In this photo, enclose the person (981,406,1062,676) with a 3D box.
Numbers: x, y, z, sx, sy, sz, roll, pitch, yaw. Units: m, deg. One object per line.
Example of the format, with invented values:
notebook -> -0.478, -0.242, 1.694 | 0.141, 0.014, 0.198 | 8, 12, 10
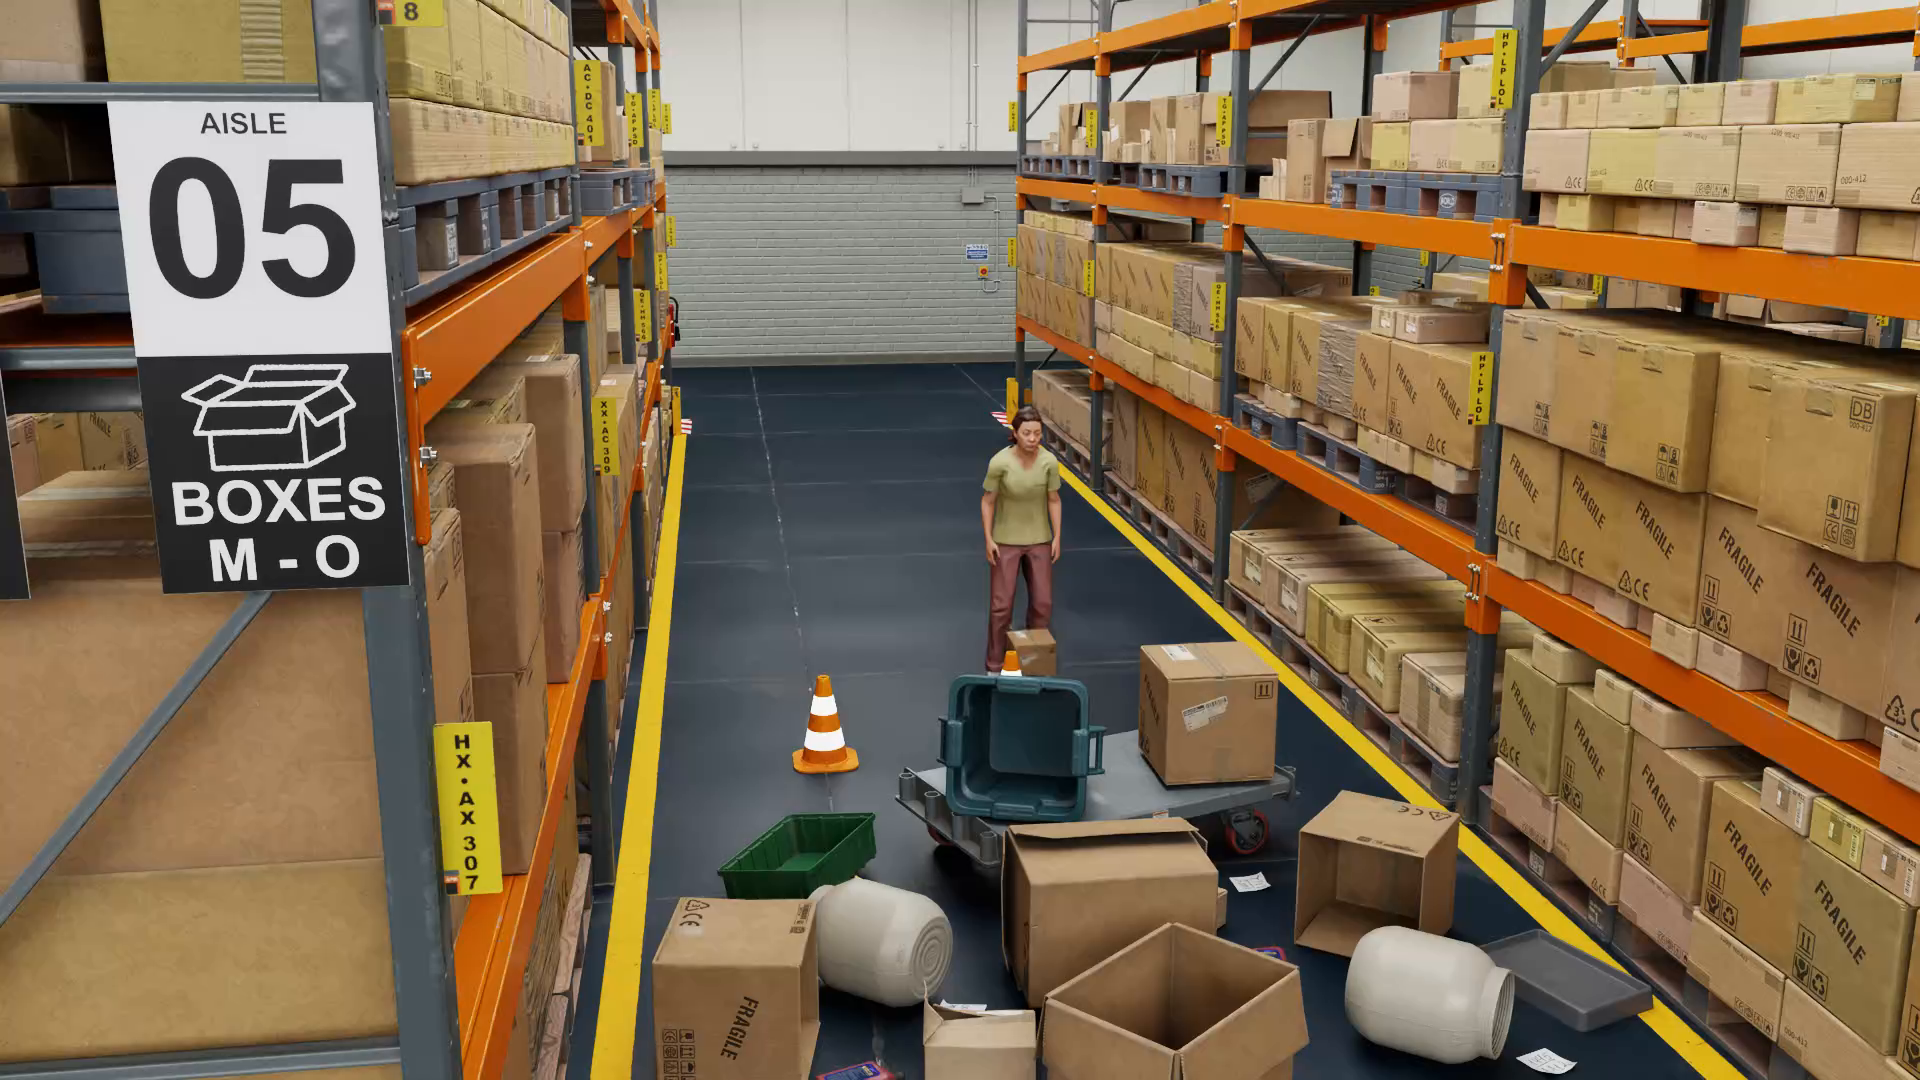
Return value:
person -> 0.372, 0.034, 9.841 | 0.489, 1.674, 0.356 | -2, 13, -10
